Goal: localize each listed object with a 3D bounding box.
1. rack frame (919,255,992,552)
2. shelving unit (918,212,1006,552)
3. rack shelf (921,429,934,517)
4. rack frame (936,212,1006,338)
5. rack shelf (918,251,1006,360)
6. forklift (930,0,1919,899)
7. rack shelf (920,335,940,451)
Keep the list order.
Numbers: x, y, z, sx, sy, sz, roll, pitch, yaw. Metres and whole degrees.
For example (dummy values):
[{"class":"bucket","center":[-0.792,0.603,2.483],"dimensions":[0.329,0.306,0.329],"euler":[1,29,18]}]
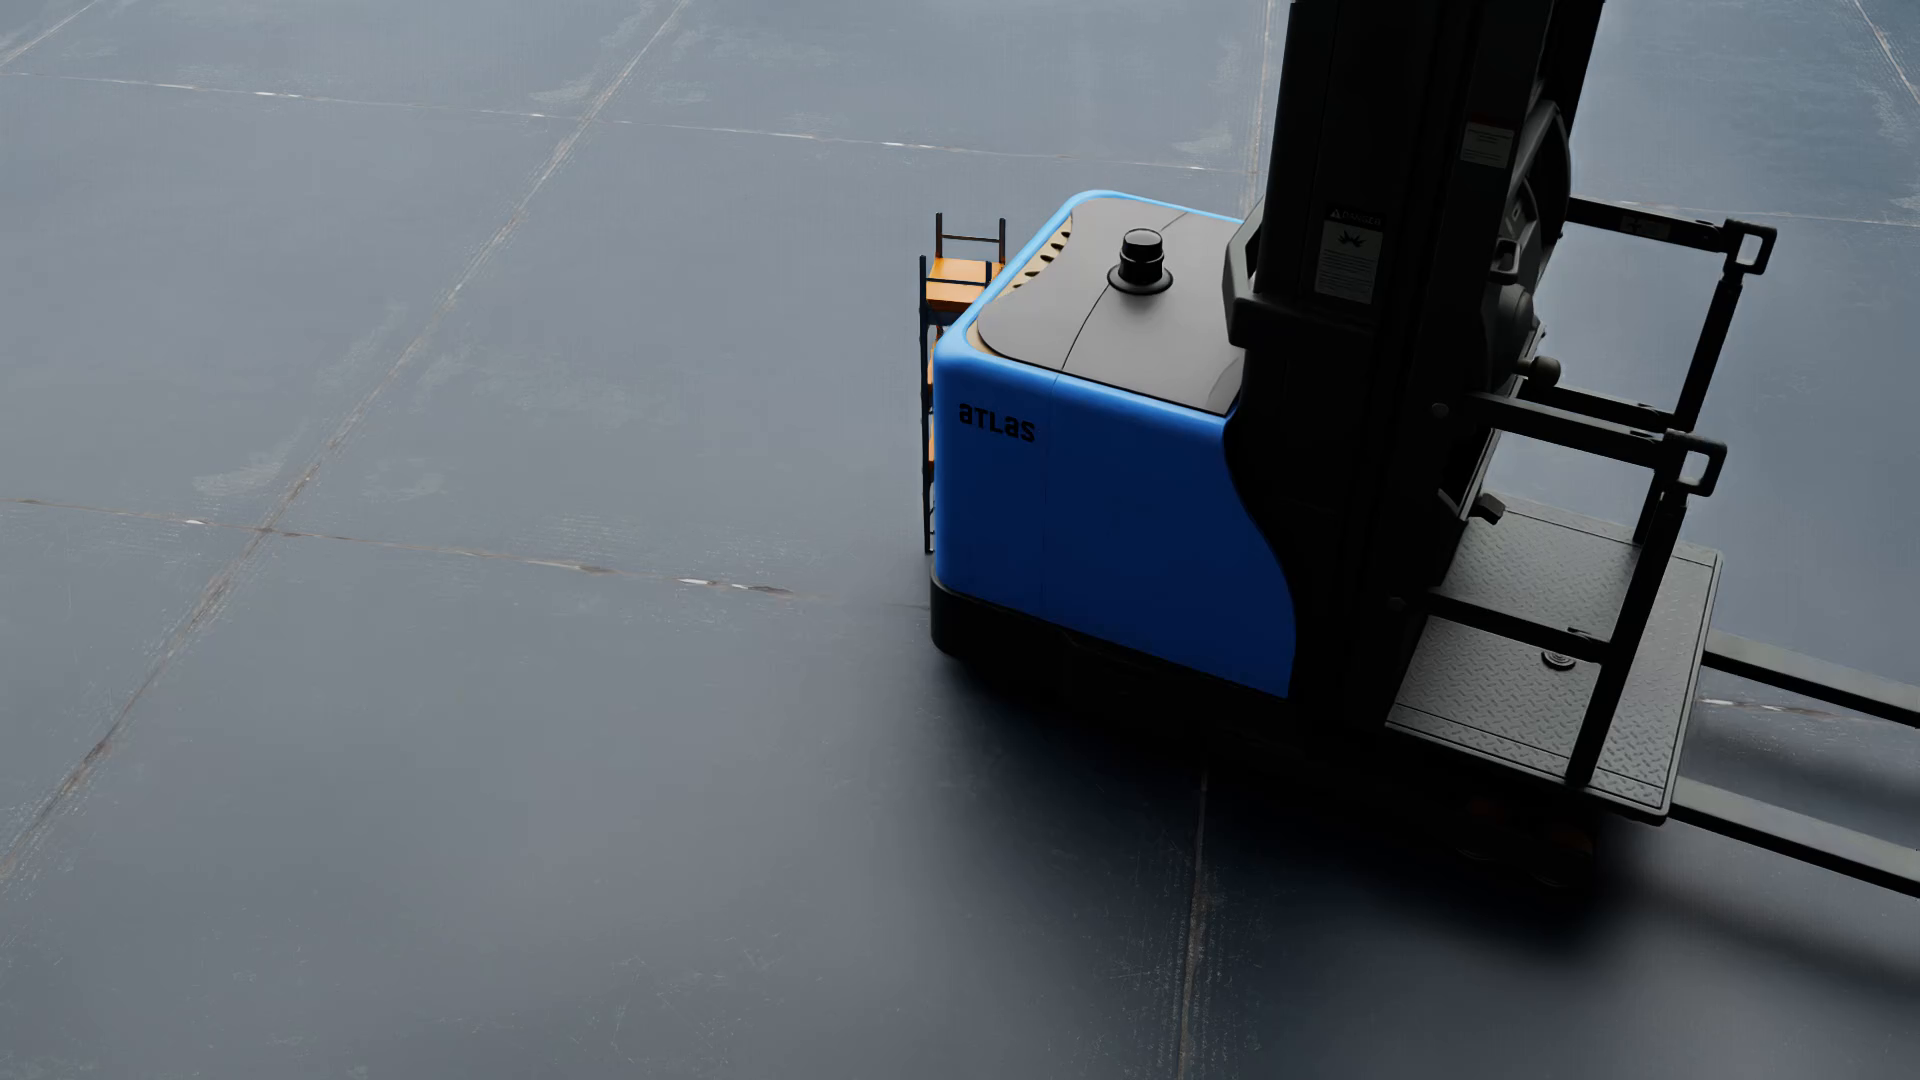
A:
[{"class":"rack frame","center":[-0.012,-0.362,4.863],"dimensions":[0.200,1.050,0.008],"euler":[6,40,8]},{"class":"shelving unit","center":[0.009,-0.438,4.956],"dimensions":[0.215,1.050,0.252],"euler":[6,40,8]},{"class":"rack shelf","center":[0.009,-0.216,5.140],"dimensions":[0.215,0.259,0.240],"euler":[6,40,8]},{"class":"rack frame","center":[0.030,-0.515,5.049],"dimensions":[0.200,1.050,0.008],"euler":[6,40,8]},{"class":"rack shelf","center":[0.009,-0.649,4.782],"dimensions":[0.215,0.259,0.240],"euler":[6,40,8]},{"class":"forklift","center":[1.470,-0.645,3.730],"dimensions":[3.031,2.935,1.130],"euler":[17,43,20]},{"class":"rack shelf","center":[0.009,-0.430,4.963],"dimensions":[0.215,0.259,0.240],"euler":[6,40,8]}]
